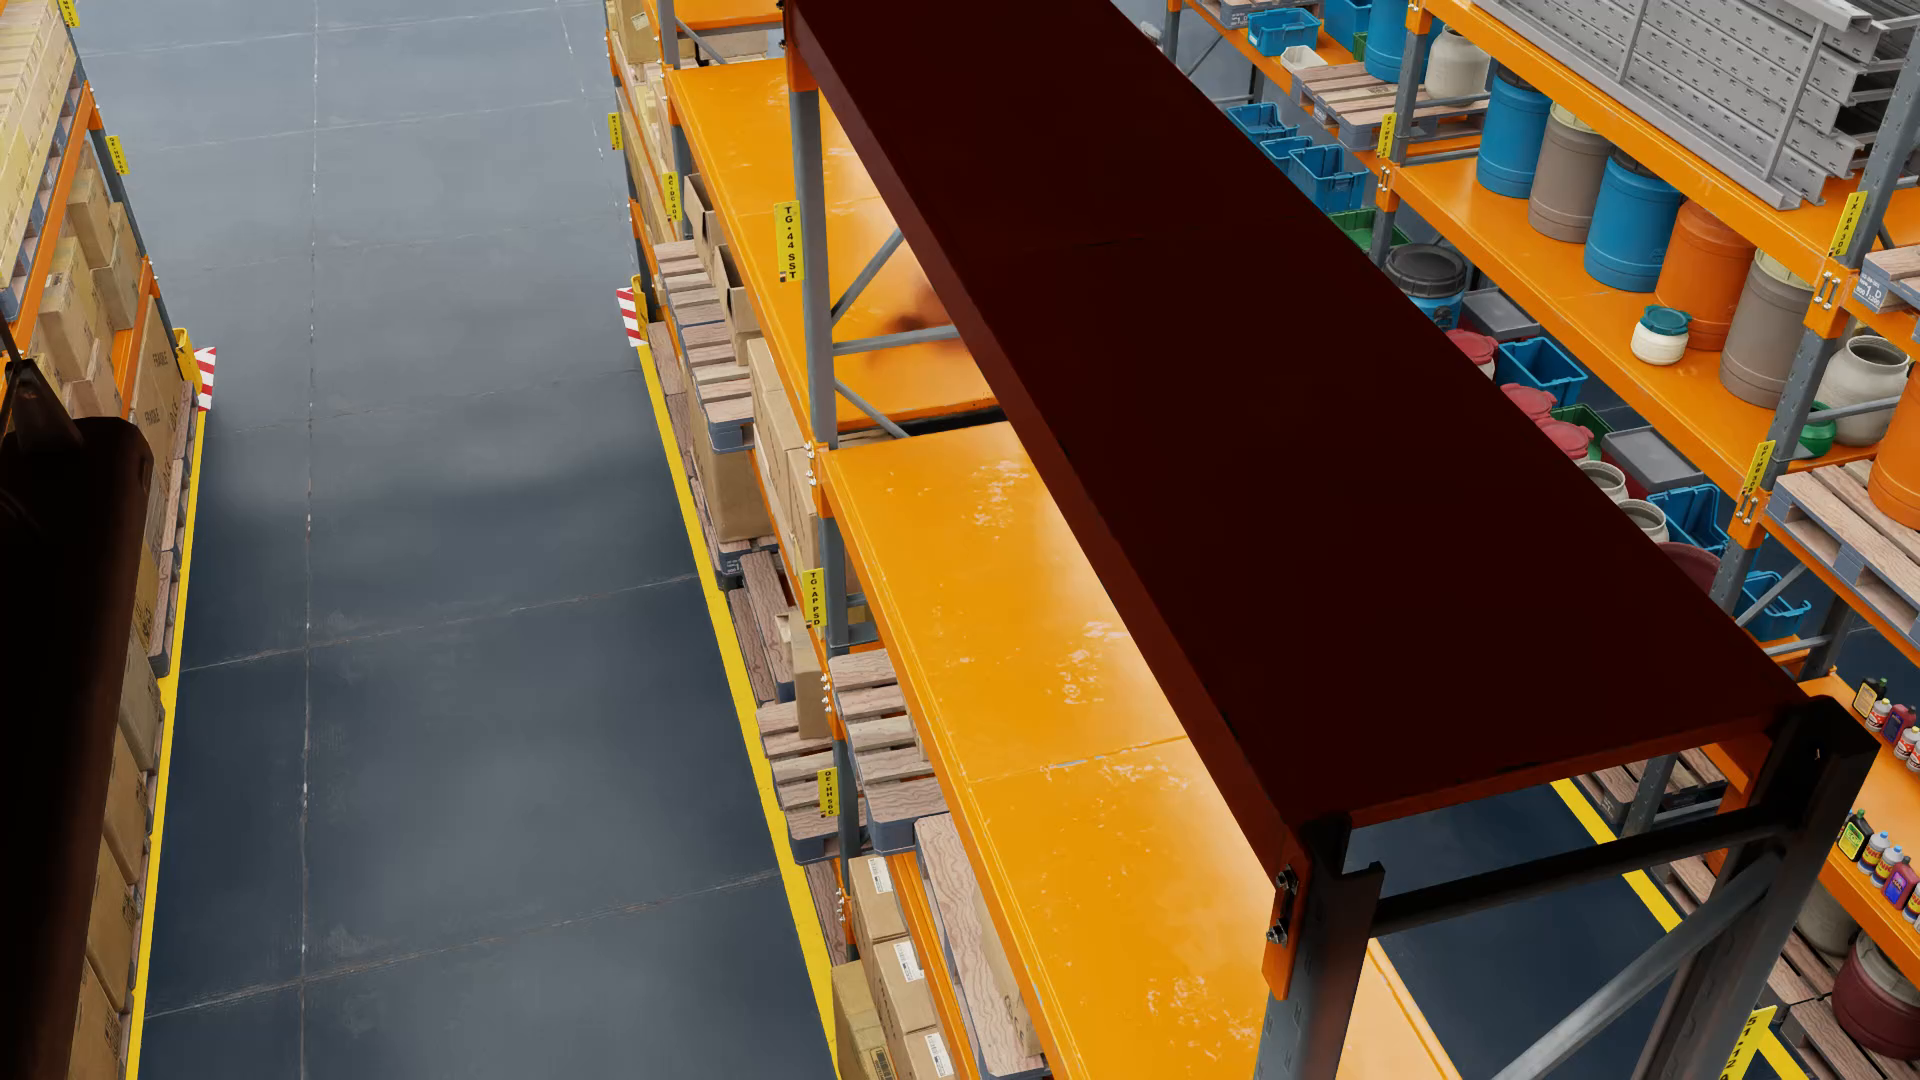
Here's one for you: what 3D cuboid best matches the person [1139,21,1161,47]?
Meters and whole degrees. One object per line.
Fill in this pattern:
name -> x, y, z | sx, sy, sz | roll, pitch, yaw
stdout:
person -> 1.900, -4.560, 17.264 | 0.752, 1.678, 0.586 | 10, 39, 12
